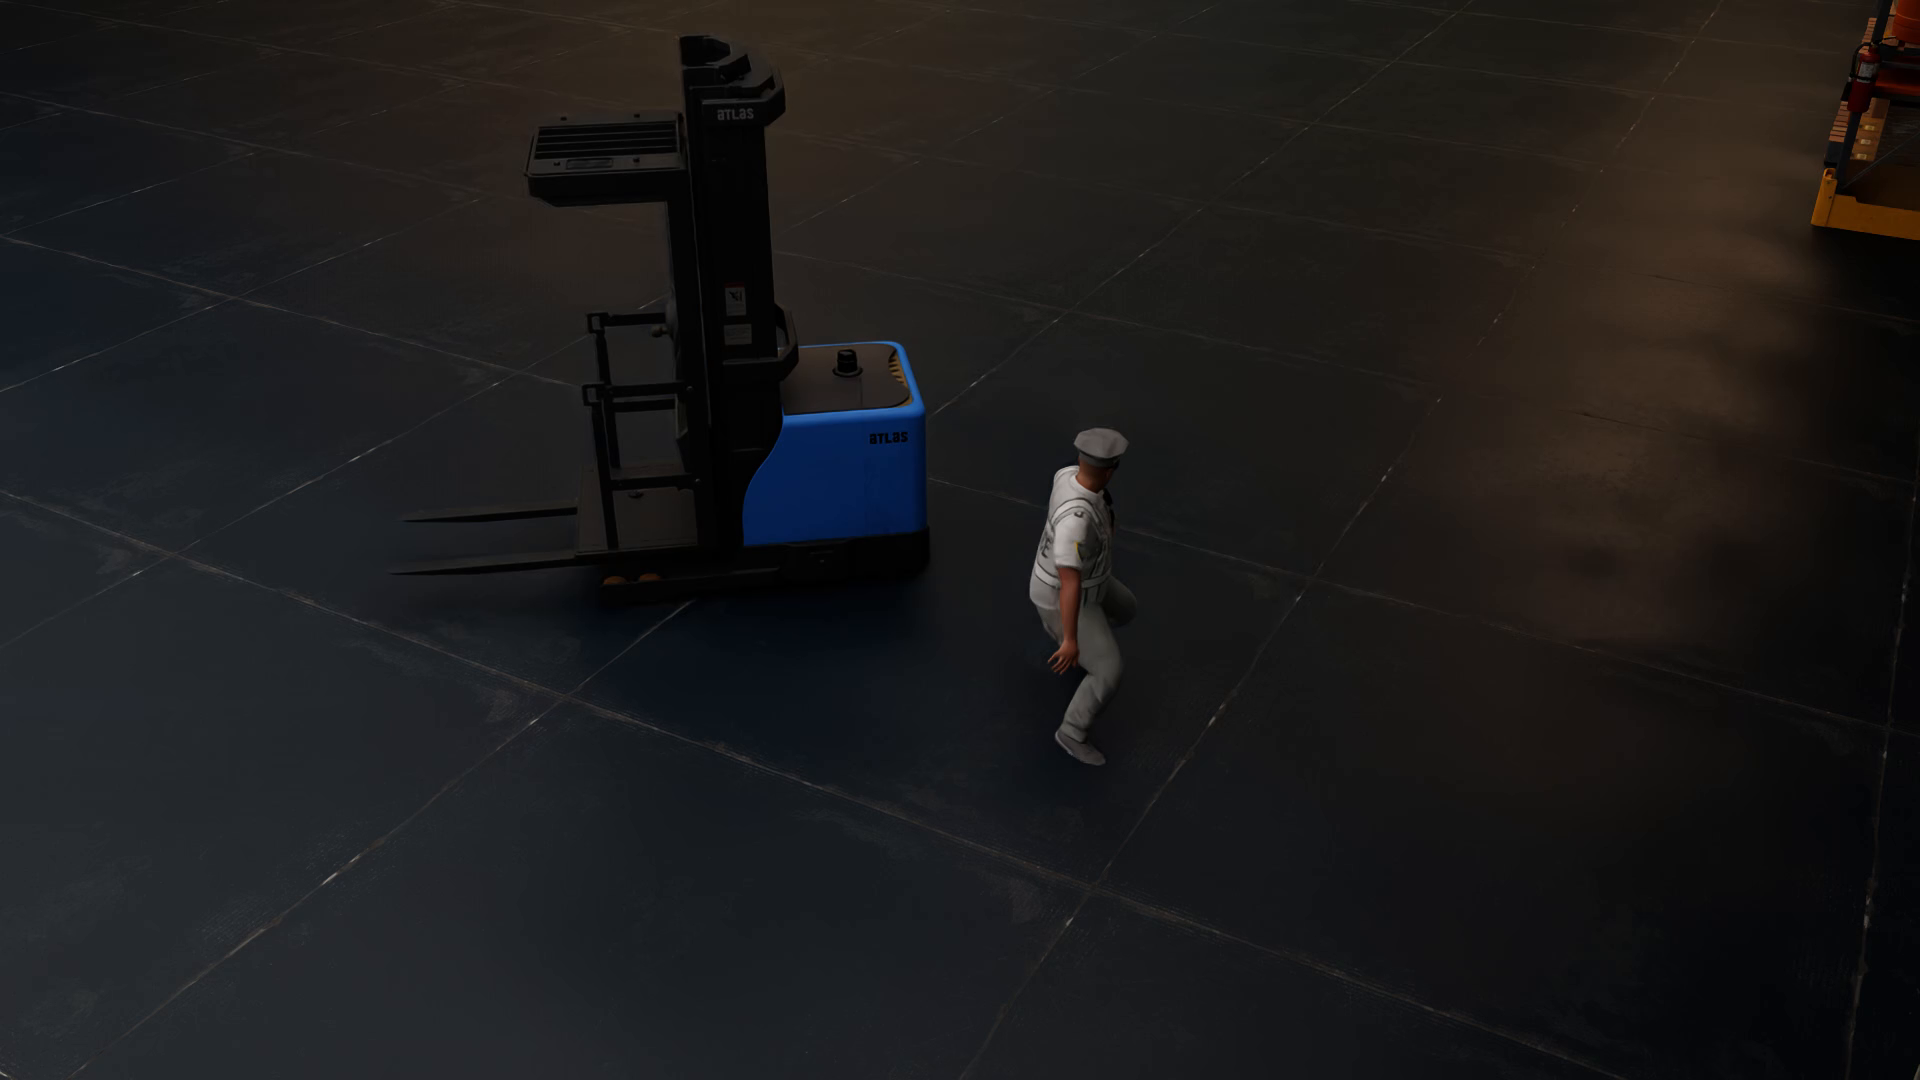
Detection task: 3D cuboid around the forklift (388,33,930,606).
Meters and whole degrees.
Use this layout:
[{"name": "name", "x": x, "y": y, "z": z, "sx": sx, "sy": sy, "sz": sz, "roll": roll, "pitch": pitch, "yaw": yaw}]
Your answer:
[{"name": "forklift", "x": -1.741, "y": -1.182, "z": 9.119, "sx": 3.031, "sy": 2.935, "sz": 1.130, "roll": -5, "pitch": 30, "yaw": -8}]

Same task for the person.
[{"name": "person", "x": 0.586, "y": 0.246, "z": 8.038, "sx": 0.510, "sy": 1.641, "sz": 1.141, "roll": 6, "pitch": 31, "yaw": 10}]
